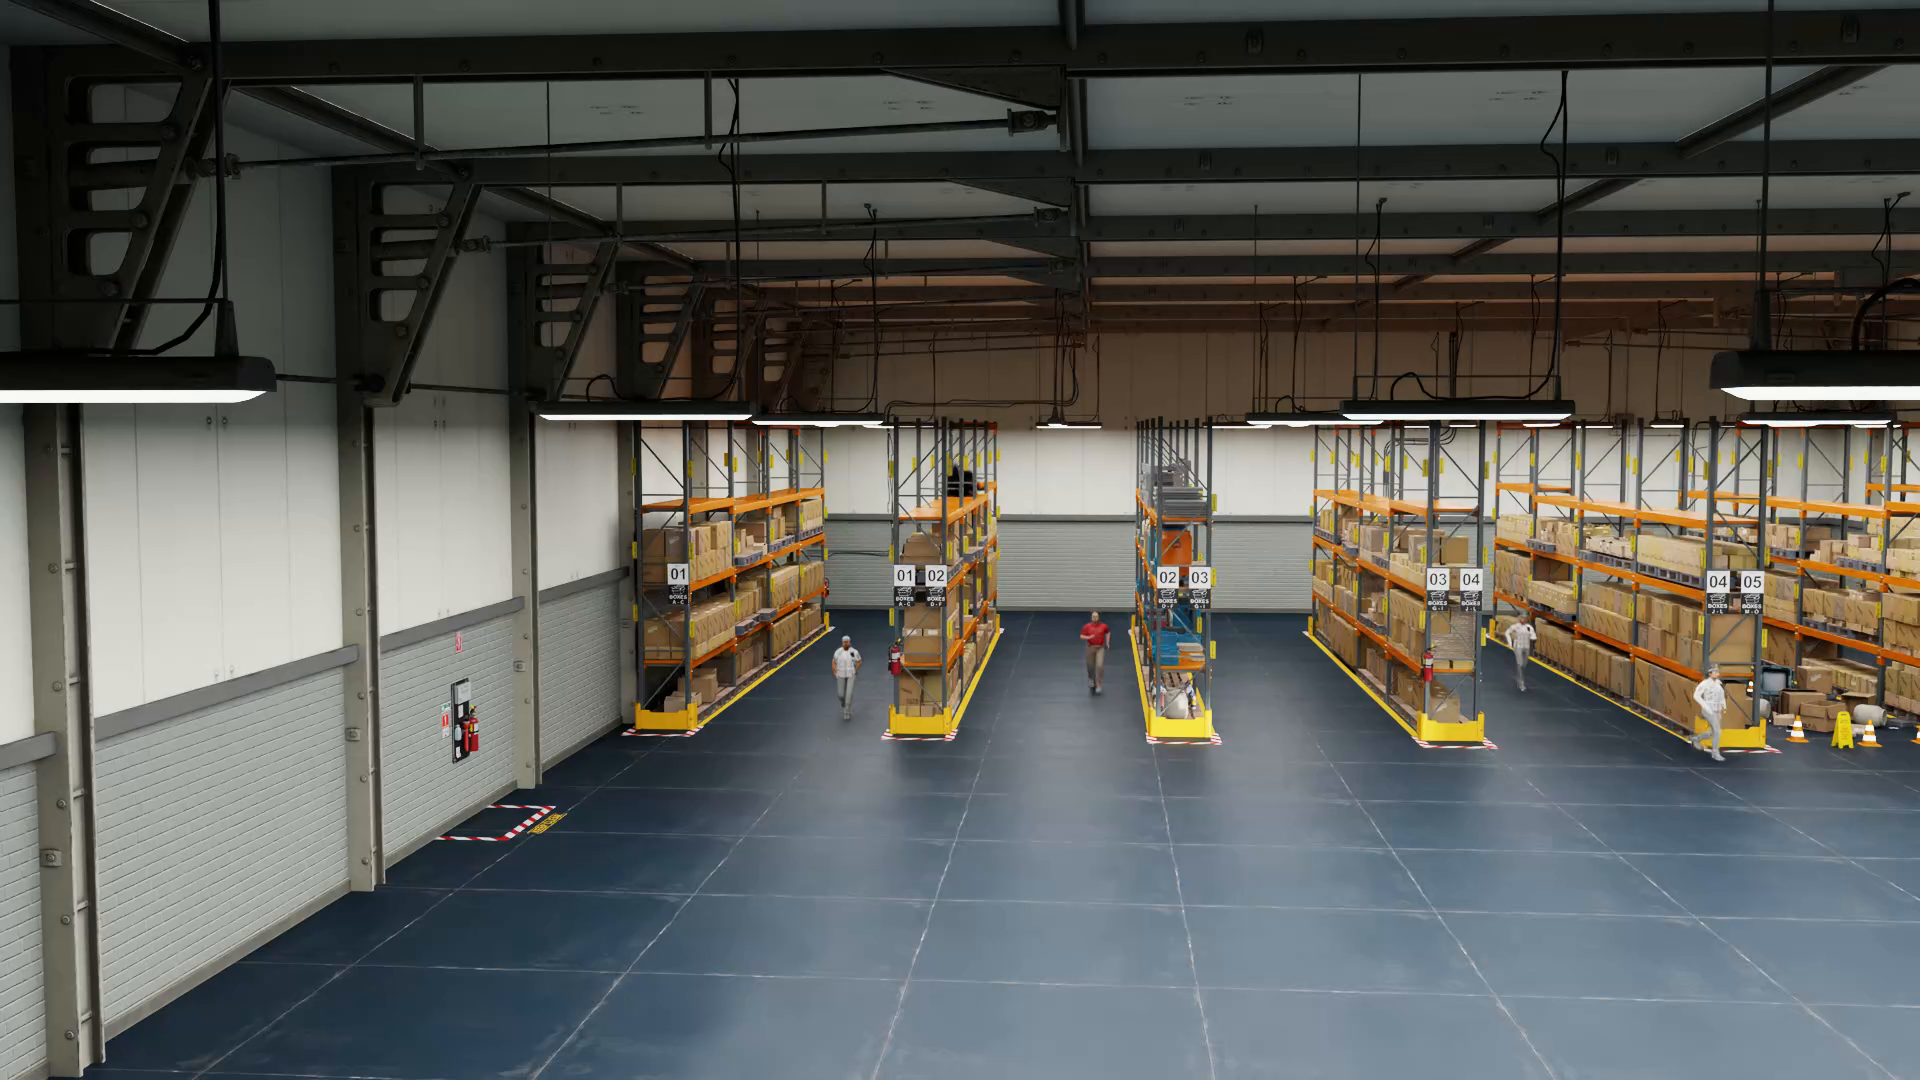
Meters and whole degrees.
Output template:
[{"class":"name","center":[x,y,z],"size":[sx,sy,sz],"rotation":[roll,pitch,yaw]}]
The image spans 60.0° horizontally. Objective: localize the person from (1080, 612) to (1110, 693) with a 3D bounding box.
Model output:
[{"class":"person","center":[2.981,2.449,36.635],"size":[0.657,1.729,0.971],"rotation":[0,4,6]}]

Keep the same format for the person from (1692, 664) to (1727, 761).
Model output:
[{"class":"person","center":[13.139,2.988,29.150],"size":[0.636,1.668,0.733],"rotation":[-2,4,-27]}]

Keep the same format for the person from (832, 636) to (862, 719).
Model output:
[{"class":"person","center":[-2.274,2.739,33.402],"size":[0.609,1.635,0.663],"rotation":[0,4,0]}]

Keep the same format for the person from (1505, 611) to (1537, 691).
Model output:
[{"class":"person","center":[12.515,2.445,37.042],"size":[0.596,1.728,0.836],"rotation":[0,4,-2]}]
